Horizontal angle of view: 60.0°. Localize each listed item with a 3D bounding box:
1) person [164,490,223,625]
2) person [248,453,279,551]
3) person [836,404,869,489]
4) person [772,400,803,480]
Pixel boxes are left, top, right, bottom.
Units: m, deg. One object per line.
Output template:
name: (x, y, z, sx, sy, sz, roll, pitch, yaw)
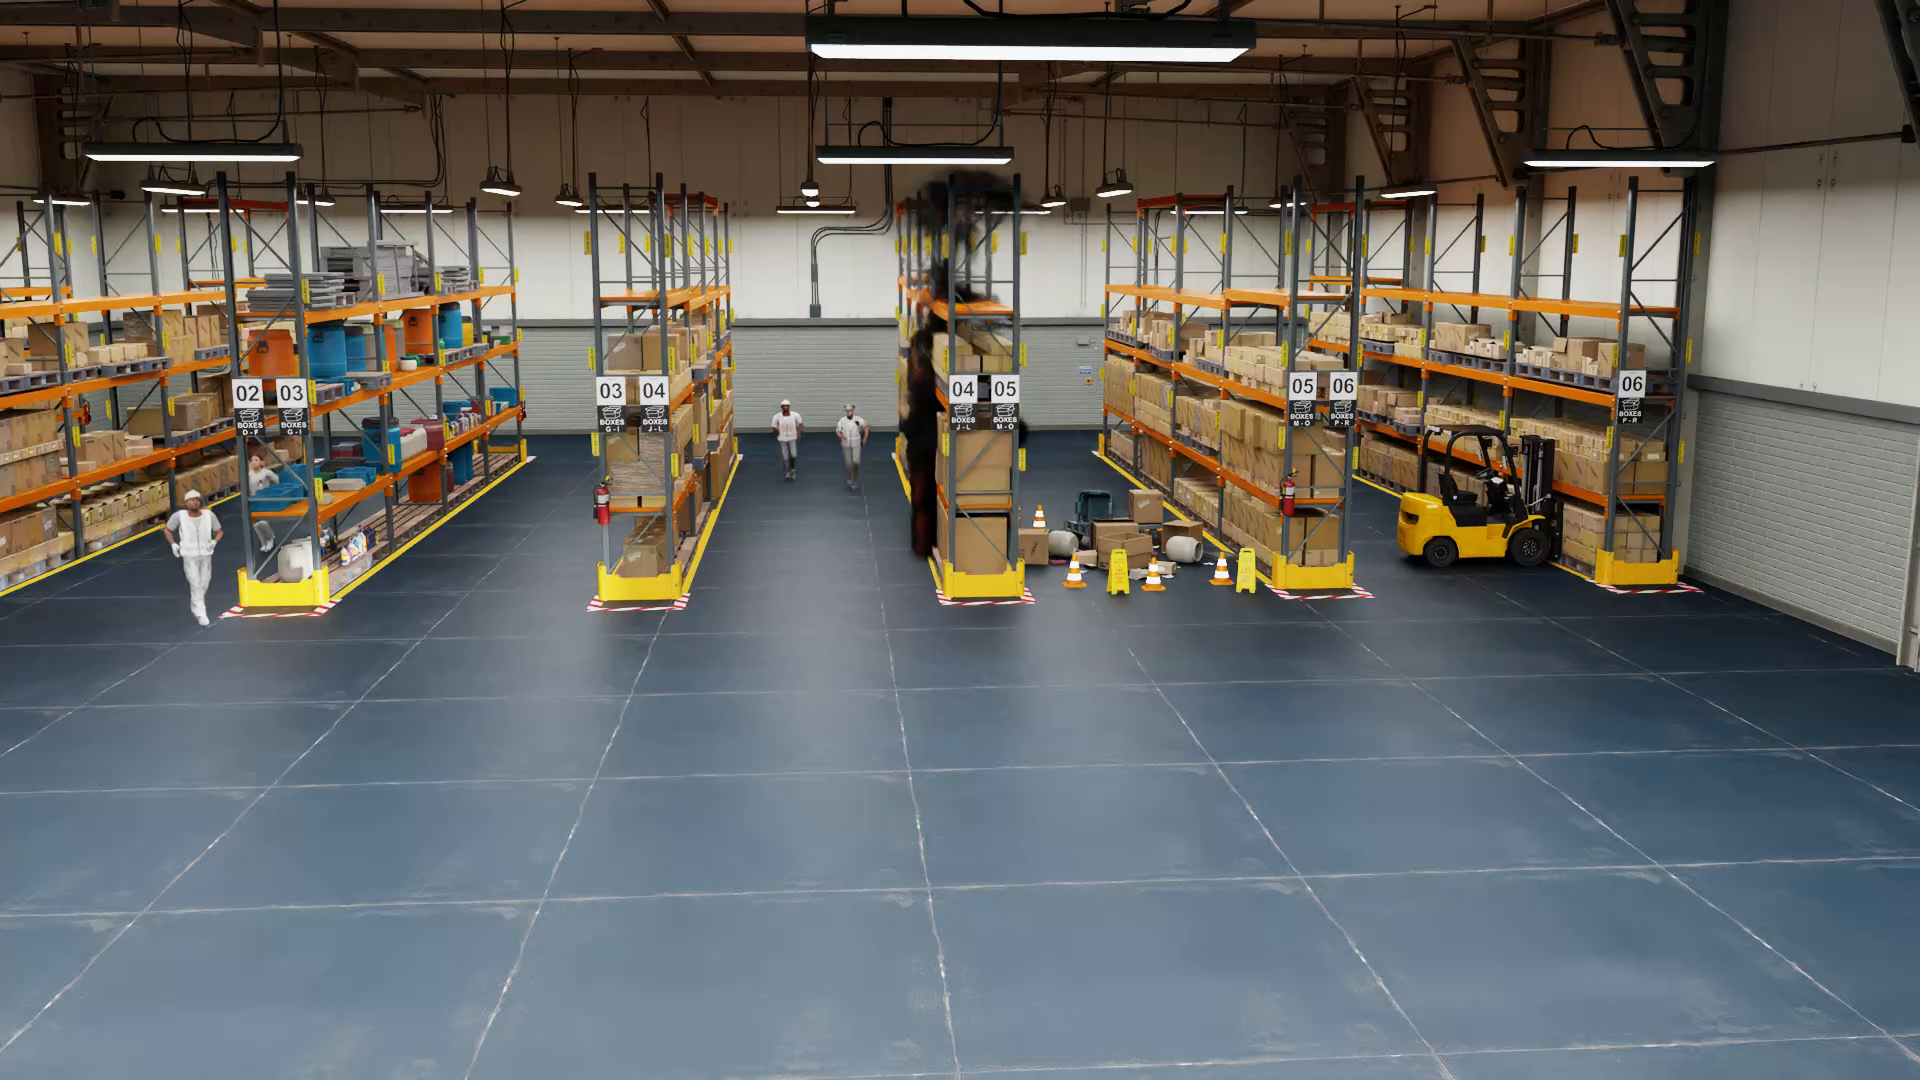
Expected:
person: (-10.284, 0.203, 22.416, 0.694, 1.768, 0.870, -8, 13, -38)
person: (-11.510, -0.606, 27.341, 0.543, 1.634, 0.621, 0, 10, 0)
person: (-2.265, -1.954, 34.830, 0.671, 1.809, 0.737, 0, 10, 2)
person: (-3.717, -2.152, 35.849, 0.672, 1.746, 0.657, -1, 10, -6)
